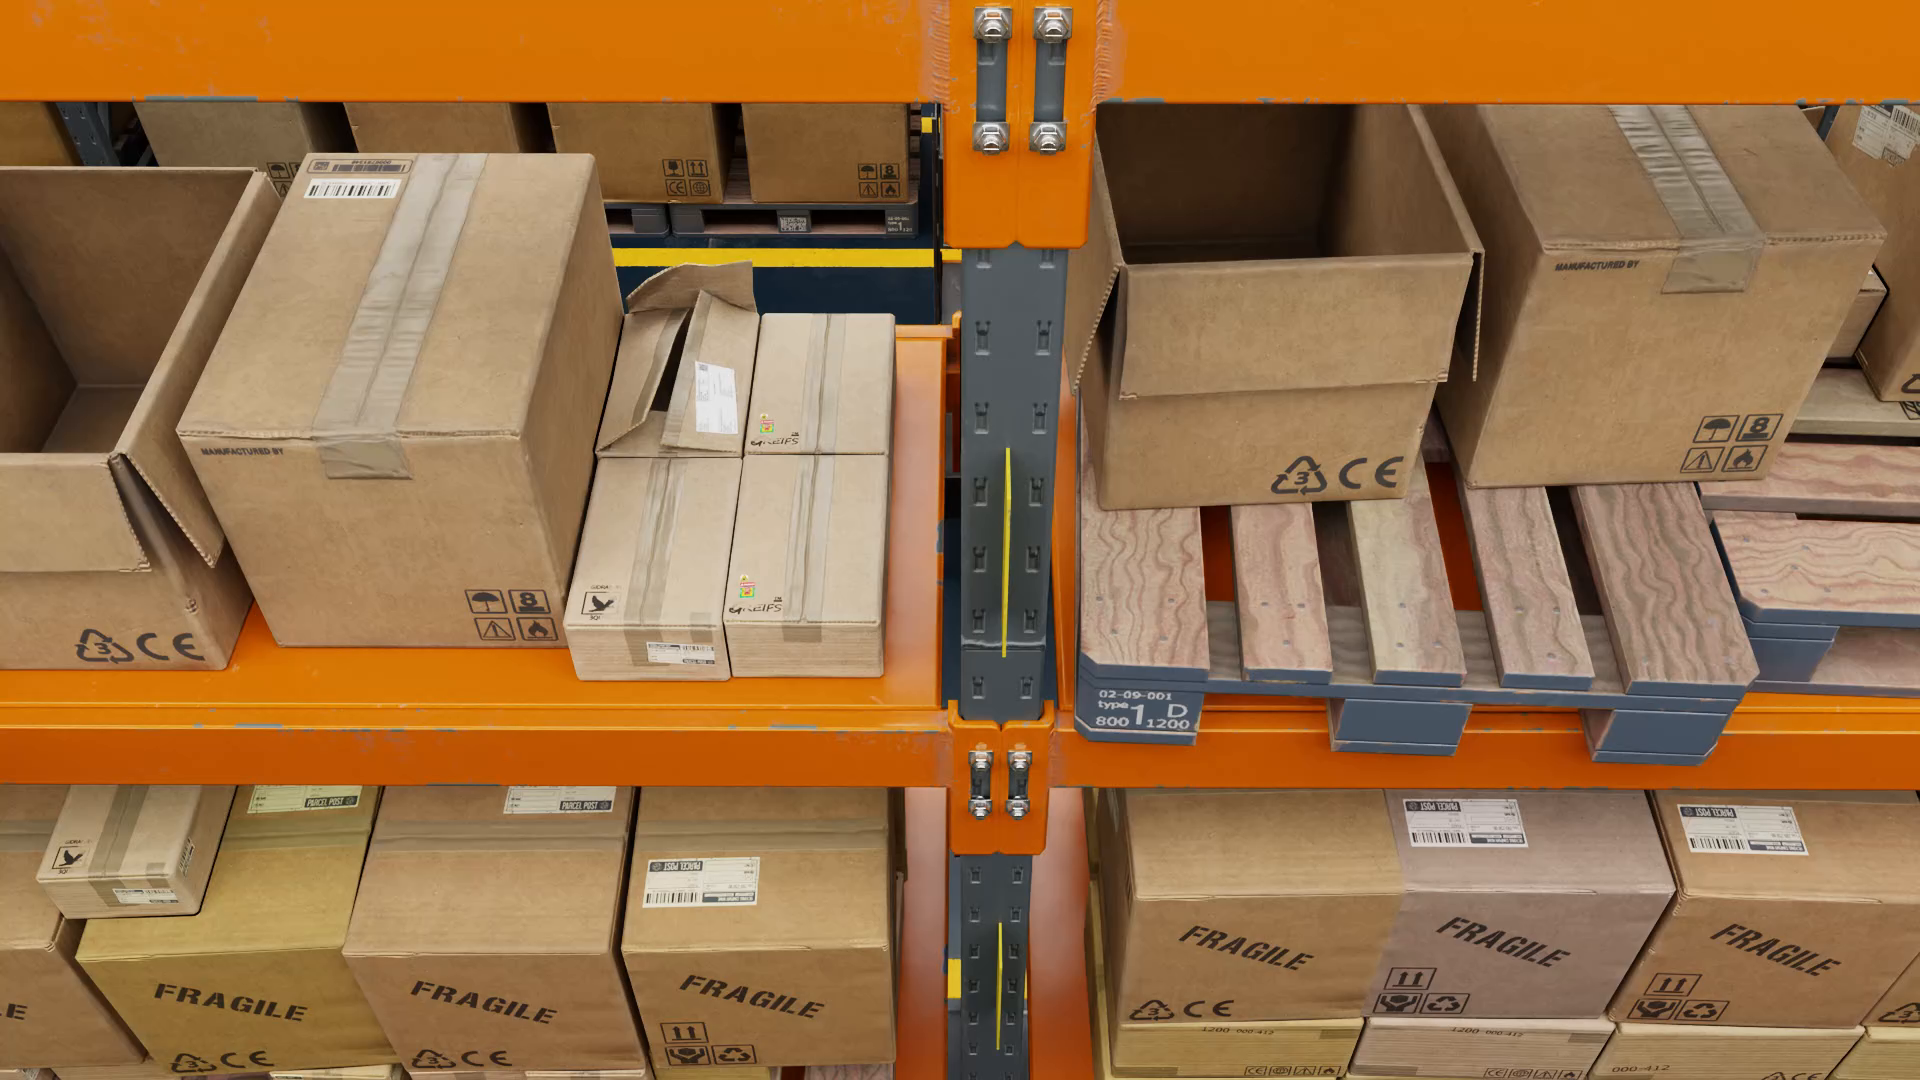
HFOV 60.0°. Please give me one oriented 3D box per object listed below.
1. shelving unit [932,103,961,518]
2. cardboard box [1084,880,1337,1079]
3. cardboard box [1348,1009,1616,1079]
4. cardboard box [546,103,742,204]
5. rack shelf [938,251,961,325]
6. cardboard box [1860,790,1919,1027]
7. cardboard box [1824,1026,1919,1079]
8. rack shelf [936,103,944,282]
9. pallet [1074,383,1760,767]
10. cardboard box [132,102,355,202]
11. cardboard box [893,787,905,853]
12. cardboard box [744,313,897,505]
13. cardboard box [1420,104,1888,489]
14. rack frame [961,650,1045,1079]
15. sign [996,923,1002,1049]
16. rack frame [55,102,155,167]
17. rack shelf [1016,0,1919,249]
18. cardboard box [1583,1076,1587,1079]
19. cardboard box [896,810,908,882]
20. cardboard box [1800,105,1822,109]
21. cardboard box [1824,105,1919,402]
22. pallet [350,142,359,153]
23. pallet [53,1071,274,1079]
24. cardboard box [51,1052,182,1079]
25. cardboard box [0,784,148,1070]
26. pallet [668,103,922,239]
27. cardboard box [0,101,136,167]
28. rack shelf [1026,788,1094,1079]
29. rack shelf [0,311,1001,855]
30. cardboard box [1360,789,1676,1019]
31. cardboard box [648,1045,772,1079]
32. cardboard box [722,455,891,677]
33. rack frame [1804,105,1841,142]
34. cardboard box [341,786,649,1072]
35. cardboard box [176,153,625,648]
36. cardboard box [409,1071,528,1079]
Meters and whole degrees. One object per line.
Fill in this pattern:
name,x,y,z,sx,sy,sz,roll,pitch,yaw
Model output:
shelving unit,0.166,-0.715,5.981,0.503,2.100,0.431,0,47,0
cardboard box,0.555,1.059,3.818,0.500,0.250,0.500,-1,47,-1
cardboard box,1.090,0.887,3.636,0.500,0.250,0.500,1,47,1
cardboard box,-1.499,-2.246,8.041,0.750,0.750,1.050,1,47,1
rack shelf,0.166,-0.706,5.991,0.480,0.518,0.431,0,47,0
cardboard box,2.077,0.639,3.355,0.500,0.500,0.500,1,47,1
cardboard box,2.095,0.909,3.616,0.500,0.250,0.500,1,47,1
rack shelf,0.166,-1.183,5.479,0.480,0.518,0.431,0,47,0
pallet,0.711,-0.173,2.941,1.003,0.211,1.213,2,47,2
cardboard box,-3.395,-2.253,8.048,0.750,0.750,1.050,0,47,0
cardboard box,-0.382,0.373,3.795,0.500,0.500,0.500,-1,47,-1
cardboard box,-0.247,-0.240,3.046,0.250,0.149,0.380,0,47,0
cardboard box,1.058,-0.513,2.774,0.500,0.500,0.700,-2,47,-2
rack frame,0.067,0.822,3.936,0.127,3.000,1.000,0,47,0
sign,0.074,0.852,3.171,0.005,0.325,0.100,0,47,0
rack frame,-4.016,-2.812,7.319,0.127,3.000,1.000,0,47,0
rack shelf,2.067,-0.835,2.144,4.000,0.370,1.077,0,47,0
cardboard box,1.594,1.053,3.823,0.500,0.250,0.500,2,47,1
cardboard box,-0.257,0.628,4.001,0.250,0.149,0.380,-2,47,-2
cardboard box,4.300,-2.296,8.295,0.250,0.149,0.380,1,47,1
cardboard box,1.830,-0.585,2.840,0.500,0.500,0.500,1,47,1
pallet,-3.244,-1.915,8.389,1.213,0.211,1.003,0,47,0
pallet,-1.913,0.912,3.983,1.213,0.211,1.003,0,47,0
cardboard box,-1.812,0.990,3.664,0.250,0.149,0.380,-1,47,-1
cardboard box,-1.956,0.750,3.445,0.500,0.500,0.500,-2,47,-1
pallet,-0.804,-1.909,8.382,1.213,0.211,1.003,0,47,0
cardboard box,-4.644,-2.285,7.992,0.875,0.875,0.875,1,47,1
rack shelf,2.067,1.073,4.194,4.000,0.370,1.077,0,47,0
rack shelf,-1.933,0.040,3.106,4.000,0.370,1.077,0,47,0
cardboard box,1.055,0.622,3.371,0.500,0.500,0.500,0,47,0
cardboard box,-0.530,0.988,3.666,0.250,0.149,0.380,1,47,1
cardboard box,-0.249,0.038,2.787,0.250,0.149,0.380,0,47,0
rack frame,3.984,-2.791,7.298,0.127,3.000,1.000,0,47,0
cardboard box,-0.906,0.752,3.442,0.500,0.500,0.500,-1,47,0
cardboard box,-0.881,-0.244,2.810,0.500,0.500,0.700,0,47,0
cardboard box,-1.034,1.014,3.642,0.250,0.149,0.380,-2,47,-2
